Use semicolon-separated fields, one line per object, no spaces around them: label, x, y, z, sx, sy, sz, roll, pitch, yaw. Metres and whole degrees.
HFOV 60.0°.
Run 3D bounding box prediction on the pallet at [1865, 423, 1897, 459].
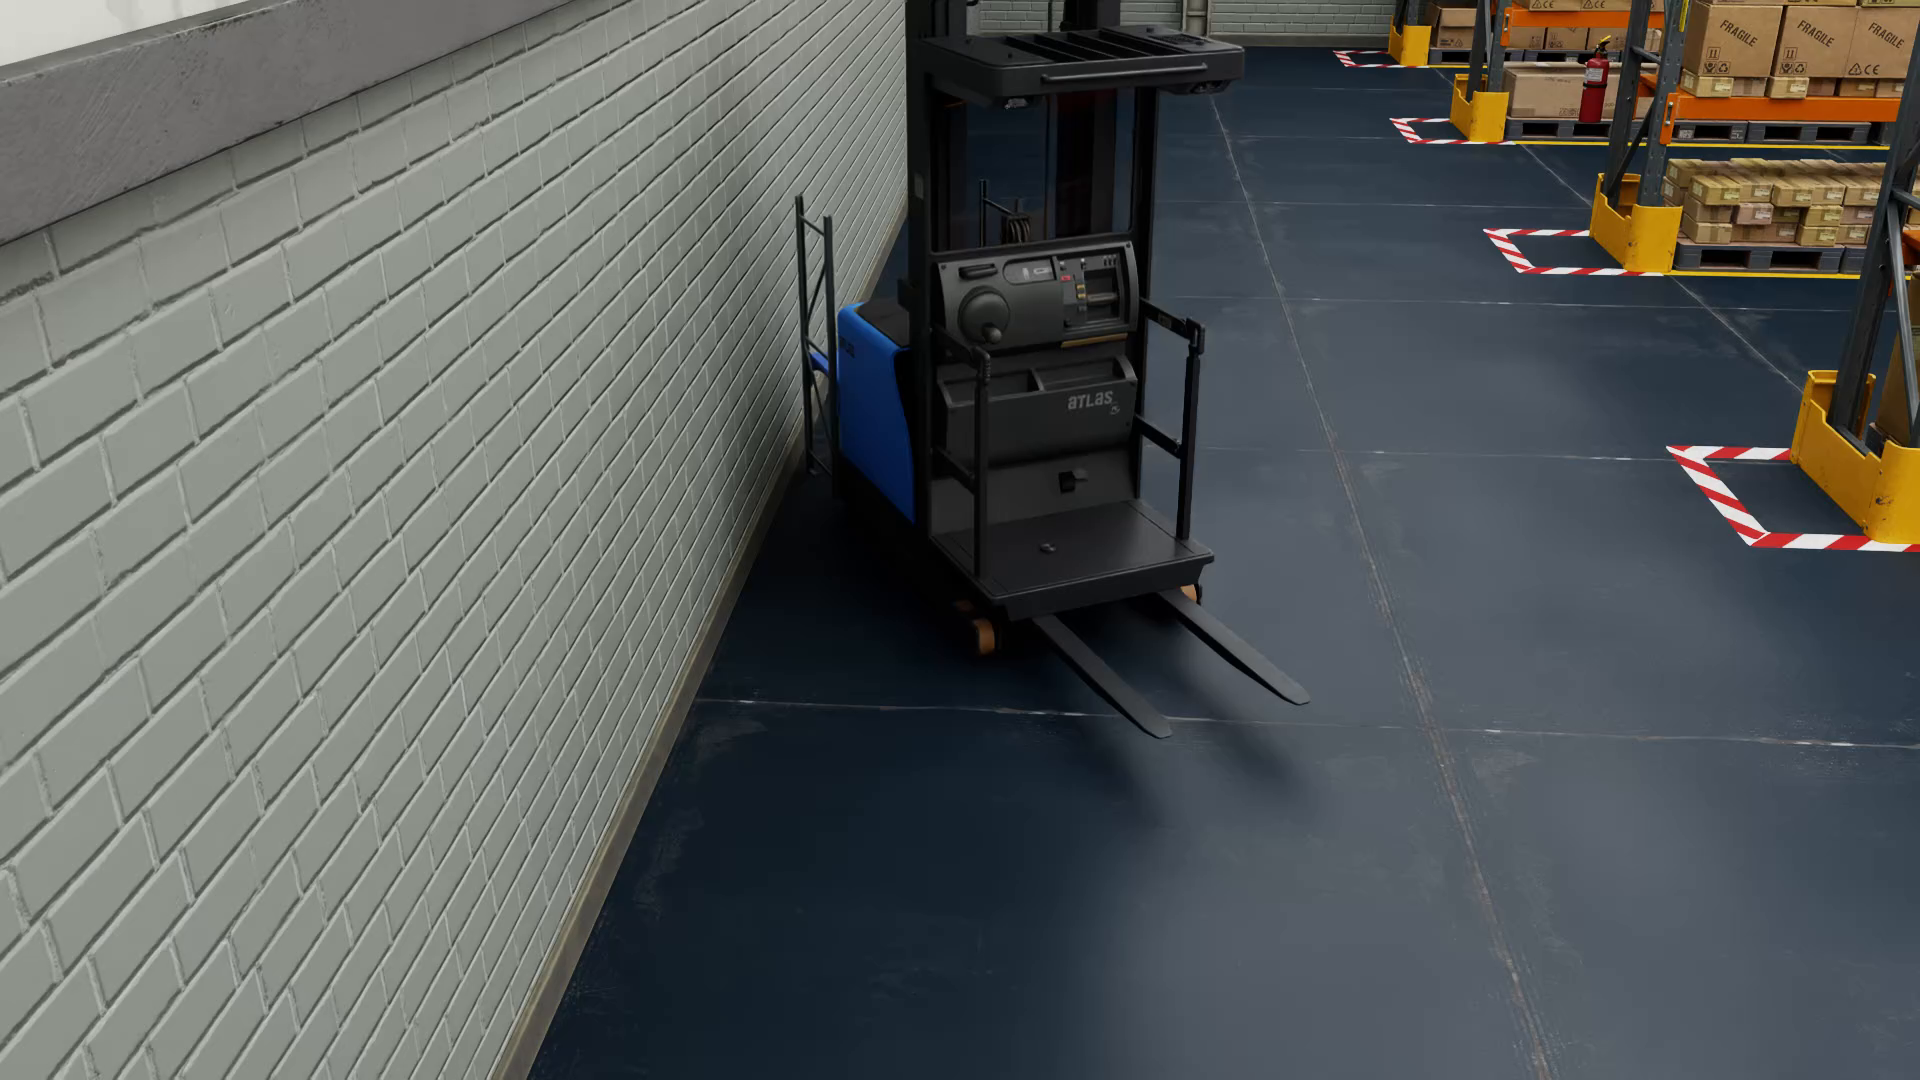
pallet;5.558;-0.325;8.704;1.213;0.211;1.003;2;25;4

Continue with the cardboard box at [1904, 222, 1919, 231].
cardboard box;7.276;-2.350;12.677;0.250;0.149;0.380;2;25;4

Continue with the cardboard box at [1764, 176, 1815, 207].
cardboard box;6.257;-2.636;12.587;0.250;0.149;0.380;2;25;4

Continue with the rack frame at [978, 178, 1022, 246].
rack frame;0.207;-1.143;8.940;0.032;1.500;0.500;-10;27;-20

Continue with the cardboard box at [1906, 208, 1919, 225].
cardboard box;7.319;-2.526;12.703;0.250;0.149;0.380;3;25;6

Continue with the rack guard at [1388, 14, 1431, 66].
rack guard;5.965;-6.646;22.095;0.348;0.500;1.175;2;25;4

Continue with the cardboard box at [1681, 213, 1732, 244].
cardboard box;5.733;-2.394;12.773;0.250;0.149;0.380;2;25;5

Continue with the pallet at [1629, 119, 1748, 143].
pallet;7.530;-4.415;17.593;1.213;0.211;1.003;2;25;4

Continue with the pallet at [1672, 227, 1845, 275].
pallet;6.118;-2.339;13.080;1.213;0.211;1.003;2;25;4

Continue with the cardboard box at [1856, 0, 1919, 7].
cardboard box;6.683;-4.119;11.942;0.500;0.500;0.500;1;25;3

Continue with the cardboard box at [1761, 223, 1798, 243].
cardboard box;6.248;-2.415;12.818;0.250;0.149;0.380;2;25;5

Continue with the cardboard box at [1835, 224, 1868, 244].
cardboard box;6.756;-2.393;12.769;0.250;0.149;0.380;2;25;4

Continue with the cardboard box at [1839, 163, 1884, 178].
cardboard box;7.076;-2.841;13.033;0.250;0.149;0.380;1;25;2

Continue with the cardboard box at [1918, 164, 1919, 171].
cardboard box;7.582;-2.820;12.987;0.250;0.149;0.380;1;25;2

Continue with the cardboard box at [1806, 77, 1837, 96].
cardboard box;6.323;-3.415;12.383;0.250;0.149;0.380;3;25;6

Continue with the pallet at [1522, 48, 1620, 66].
pallet;7.973;-6.449;22.014;1.213;0.211;1.003;2;25;4

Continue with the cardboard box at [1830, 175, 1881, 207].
cardboard box;6.786;-2.650;12.617;0.250;0.149;0.380;3;25;6

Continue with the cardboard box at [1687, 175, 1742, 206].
cardboard box;5.731;-2.656;12.631;0.250;0.149;0.380;1;25;2

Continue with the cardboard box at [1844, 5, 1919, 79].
cardboard box;6.685;-3.672;12.167;0.500;0.500;0.500;2;25;5

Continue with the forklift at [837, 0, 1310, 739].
forklift;0.432;-1.034;6.991;1.130;2.935;3.031;-10;27;-21

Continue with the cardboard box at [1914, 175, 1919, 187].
cardboard box;7.303;-2.654;12.626;0.250;0.149;0.380;2;25;4

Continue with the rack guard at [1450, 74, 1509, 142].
rack guard;5.489;-4.580;17.606;0.348;0.500;1.175;2;25;4

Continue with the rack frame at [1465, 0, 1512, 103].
rack frame;5.513;-5.715;17.082;0.127;3.000;1.000;2;25;4

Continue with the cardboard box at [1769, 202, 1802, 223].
cardboard box;6.257;-2.553;12.761;0.250;0.149;0.380;2;25;5

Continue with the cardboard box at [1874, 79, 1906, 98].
cardboard box;6.835;-3.376;12.299;0.250;0.149;0.380;1;25;3

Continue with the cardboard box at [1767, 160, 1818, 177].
cardboard box;6.550;-2.881;13.120;0.250;0.149;0.380;1;25;2

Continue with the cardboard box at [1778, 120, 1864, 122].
cardboard box;8.884;-4.679;17.392;0.875;0.438;0.875;1;25;3

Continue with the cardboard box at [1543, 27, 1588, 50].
cardboard box;7.861;-6.678;21.662;0.500;0.500;0.500;2;25;5

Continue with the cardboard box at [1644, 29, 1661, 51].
cardboard box;8.944;-6.512;21.581;0.258;0.266;0.396;3;25;6

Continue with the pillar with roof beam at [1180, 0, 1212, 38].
pillar with roof beam;2.941;-9.177;17.429;0.400;9.000;9.100;2;25;4

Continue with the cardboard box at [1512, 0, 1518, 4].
cardboard box;6.014;-5.855;17.267;0.500;0.500;0.500;2;25;4

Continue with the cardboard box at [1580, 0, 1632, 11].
cardboard box;6.476;-5.621;16.757;0.500;0.500;0.500;1;25;3

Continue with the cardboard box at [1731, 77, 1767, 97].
cardboard box;5.790;-3.397;12.344;0.250;0.149;0.380;3;25;6

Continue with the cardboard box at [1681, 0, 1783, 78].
cardboard box;5.662;-3.700;12.227;0.500;0.500;0.500;3;25;6

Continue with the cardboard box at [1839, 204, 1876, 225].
cardboard box;6.777;-2.530;12.713;0.250;0.149;0.380;1;25;1

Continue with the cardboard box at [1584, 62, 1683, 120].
cardboard box;7.092;-4.737;17.518;0.875;0.438;0.875;2;25;5

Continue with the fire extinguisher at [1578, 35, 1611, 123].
fire extinguisher;5.019;-3.645;13.121;0.183;0.674;0.296;2;25;4

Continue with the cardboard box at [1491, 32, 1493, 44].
cardboard box;6.913;-6.591;21.893;0.250;0.149;0.380;1;25;2

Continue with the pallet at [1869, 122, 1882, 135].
pallet;10.277;-4.327;17.401;1.213;0.211;1.003;2;25;4

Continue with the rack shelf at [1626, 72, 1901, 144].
rack shelf;7.229;-3.258;12.602;4.000;0.370;1.077;2;25;4

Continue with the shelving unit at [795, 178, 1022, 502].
shelving unit;-0.262;-1.061;8.762;1.048;1.500;0.538;-10;27;-20

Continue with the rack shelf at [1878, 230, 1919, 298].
rack shelf;6.749;-1.194;8.117;4.000;0.370;1.077;2;25;4

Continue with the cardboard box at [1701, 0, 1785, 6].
cardboard box;5.662;-4.158;12.027;0.500;0.500;0.500;2;25;4

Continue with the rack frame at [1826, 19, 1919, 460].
rack frame;4.755;-1.585;8.106;0.127;3.000;1.000;2;25;4

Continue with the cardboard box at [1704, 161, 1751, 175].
cardboard box;6.028;-2.871;13.098;0.250;0.149;0.380;2;25;5

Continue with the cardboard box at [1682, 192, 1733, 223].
cardboard box;5.738;-2.556;12.768;0.250;0.149;0.380;3;25;6
